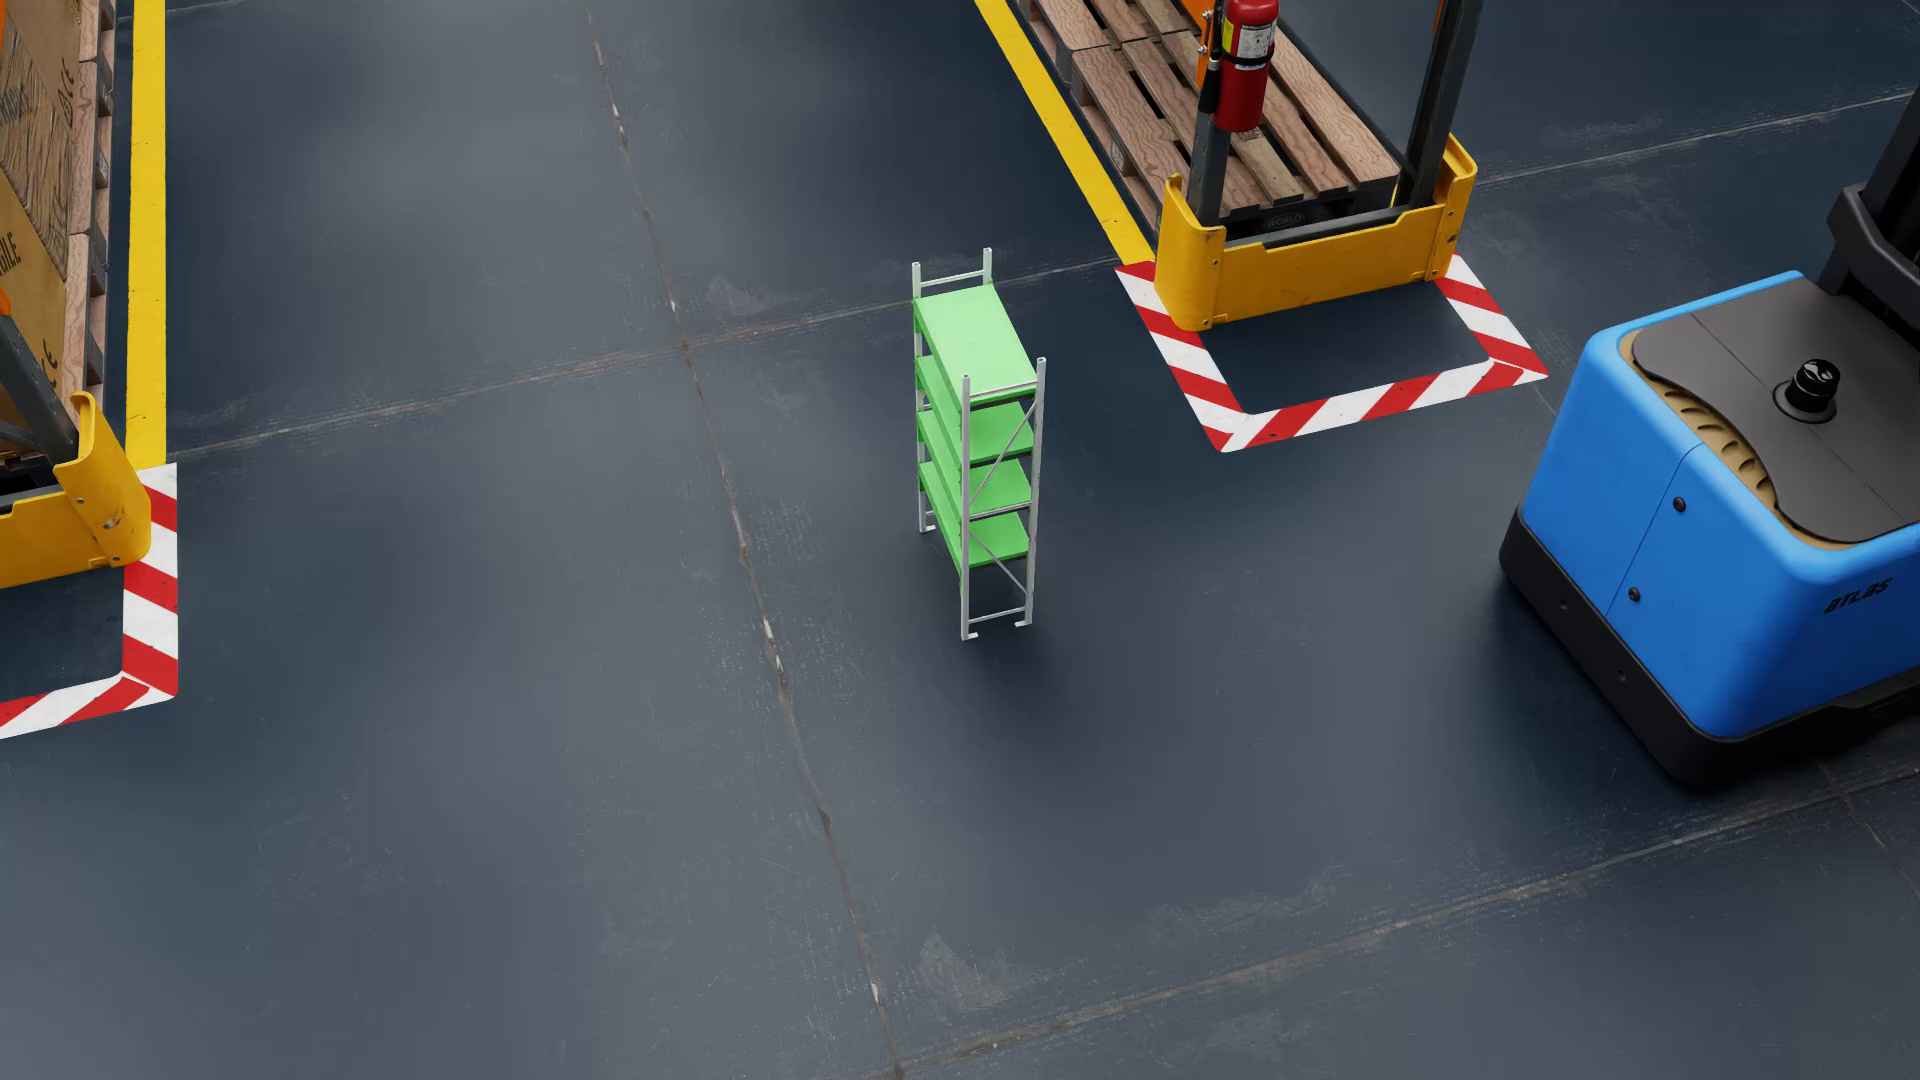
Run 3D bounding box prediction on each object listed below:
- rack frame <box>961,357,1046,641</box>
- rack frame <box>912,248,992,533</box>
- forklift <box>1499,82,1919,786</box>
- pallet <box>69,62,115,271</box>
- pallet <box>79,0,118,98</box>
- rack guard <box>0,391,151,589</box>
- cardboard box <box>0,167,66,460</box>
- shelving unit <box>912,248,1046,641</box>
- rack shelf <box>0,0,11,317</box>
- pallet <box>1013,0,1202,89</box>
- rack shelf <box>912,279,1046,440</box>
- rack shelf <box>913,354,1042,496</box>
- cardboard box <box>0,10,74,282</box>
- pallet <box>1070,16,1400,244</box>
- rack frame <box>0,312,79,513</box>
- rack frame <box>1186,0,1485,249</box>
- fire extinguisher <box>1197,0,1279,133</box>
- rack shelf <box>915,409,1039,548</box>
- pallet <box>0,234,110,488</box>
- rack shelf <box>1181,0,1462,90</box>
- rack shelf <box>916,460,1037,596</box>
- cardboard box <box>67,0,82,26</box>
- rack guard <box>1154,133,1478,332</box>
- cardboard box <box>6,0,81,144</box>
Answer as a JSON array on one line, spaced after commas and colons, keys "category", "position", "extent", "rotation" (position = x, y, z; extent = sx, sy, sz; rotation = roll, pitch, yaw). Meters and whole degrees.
[{"category": "rack frame", "position": [0.121, -0.088, 5.039], "extent": [0.240, 1.200, 0.015], "rotation": [-13, 51, -11]}, {"category": "rack frame", "position": [-0.023, -0.444, 5.340], "extent": [0.240, 1.200, 0.015], "rotation": [-13, 51, -11]}, {"category": "forklift", "position": [3.381, -0.942, 4.627], "extent": [3.031, 2.935, 1.130], "rotation": [-18, 52, -14]}, {"category": "pallet", "position": [-4.057, -1.468, 6.849], "extent": [1.003, 0.211, 1.213], "rotation": [-13, 51, -11]}, {"category": "pallet", "position": [-4.421, -2.360, 7.602], "extent": [1.003, 0.211, 1.213], "rotation": [-13, 51, -11]}, {"category": "rack guard", "position": [-3.382, -0.087, 5.497], "extent": [1.175, 0.500, 0.348], "rotation": [-13, 51, -11]}, {"category": "cardboard box", "position": [-3.654, -0.810, 5.586], "extent": [0.875, 0.875, 0.875], "rotation": [-13, 51, -11]}, {"category": "shelving unit", "position": [0.049, -0.266, 5.189], "extent": [0.258, 1.200, 0.503], "rotation": [-13, 51, -11]}, {"category": "rack shelf", "position": [-3.980, -2.139, 6.062], "extent": [1.077, 0.370, 4.000], "rotation": [-13, 51, -11]}, {"category": "pallet", "position": [0.779, -2.632, 7.831], "extent": [1.003, 0.211, 1.213], "rotation": [-13, 51, -11]}, {"category": "rack shelf", "position": [0.049, -0.534, 4.871], "extent": [0.258, 0.148, 0.480], "rotation": [-13, 51, -11]}, {"category": "rack shelf", "position": [0.049, -0.379, 5.055], "extent": [0.258, 0.148, 0.480], "rotation": [-13, 51, -11]}, {"category": "cardboard box", "position": [-3.923, -1.475, 6.147], "extent": [0.875, 0.875, 0.875], "rotation": [-13, 51, -11]}, {"category": "pallet", "position": [1.136, -1.743, 7.081], "extent": [1.003, 0.211, 1.213], "rotation": [-13, 51, -11]}, {"category": "rack frame", "position": [-3.389, -0.911, 4.556], "extent": [1.000, 3.000, 0.127], "rotation": [-13, 51, -11]}, {"category": "rack frame", "position": [1.343, -2.030, 5.500], "extent": [1.000, 3.000, 0.127], "rotation": [-13, 51, -11]}, {"category": "fire extinguisher", "position": [0.953, -1.672, 5.493], "extent": [0.296, 0.674, 0.183], "rotation": [-13, 51, -11]}, {"category": "rack shelf", "position": [0.049, -0.225, 5.238], "extent": [0.258, 0.148, 0.480], "rotation": [-13, 51, -11]}, {"category": "pallet", "position": [-3.700, -0.578, 6.099], "extent": [1.003, 0.211, 1.213], "rotation": [-13, 51, -11]}, {"category": "rack shelf", "position": [0.751, -3.259, 7.006], "extent": [1.077, 0.370, 4.000], "rotation": [-13, 51, -11]}, {"category": "rack shelf", "position": [0.049, -0.070, 5.422], "extent": [0.258, 0.148, 0.480], "rotation": [-13, 51, -11]}, {"category": "cardboard box", "position": [-4.453, -2.782, 7.249], "extent": [0.875, 0.875, 0.875], "rotation": [-13, 51, -11]}, {"category": "rack guard", "position": [1.362, -1.210, 6.443], "extent": [1.175, 0.500, 0.348], "rotation": [-13, 51, -11]}, {"category": "cardboard box", "position": [-4.187, -2.125, 6.695], "extent": [0.875, 0.875, 0.875], "rotation": [-13, 51, -11]}]
